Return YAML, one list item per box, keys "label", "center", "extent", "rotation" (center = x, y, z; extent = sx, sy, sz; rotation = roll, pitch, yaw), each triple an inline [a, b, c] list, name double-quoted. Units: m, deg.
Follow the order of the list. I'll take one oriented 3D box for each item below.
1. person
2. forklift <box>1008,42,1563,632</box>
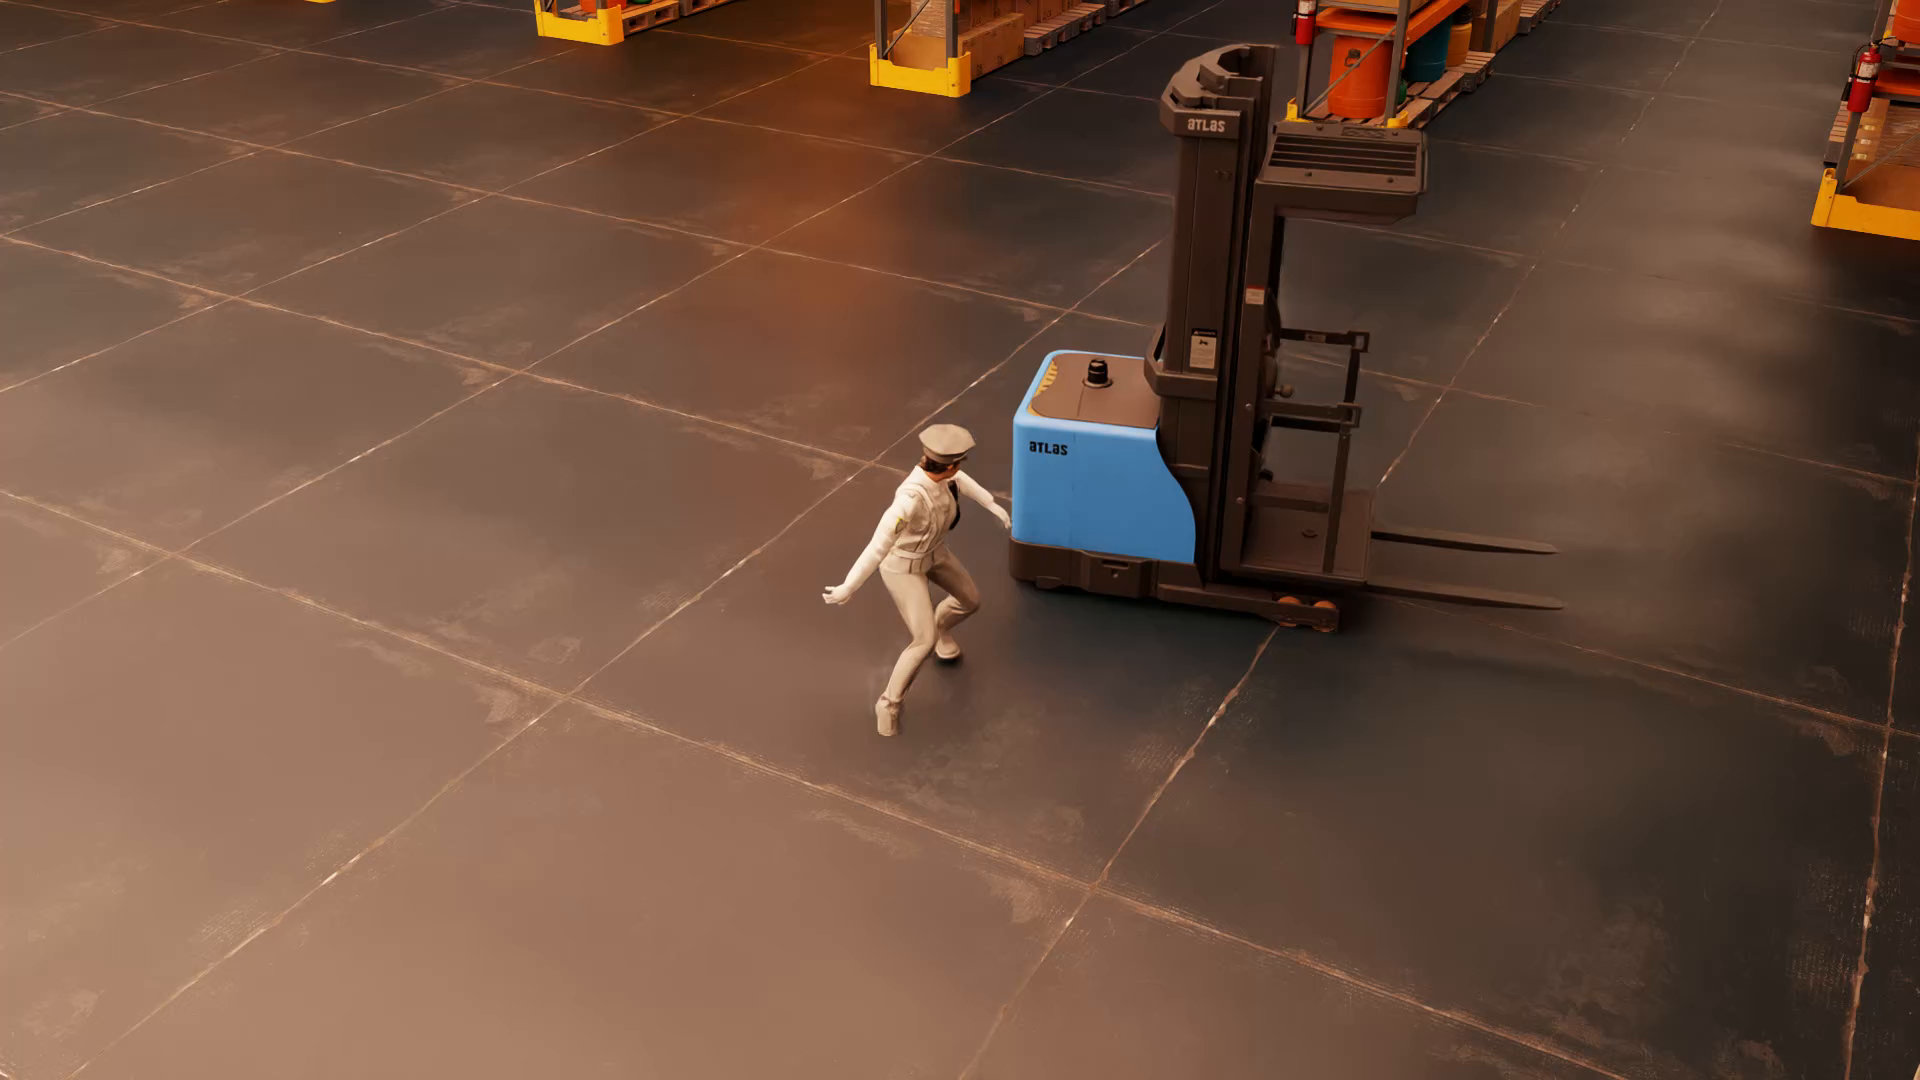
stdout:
- label: "person"
  center: [-0.196, 0.178, 8.294]
  extent: [0.534, 1.606, 0.973]
  rotation: [17, 34, 27]
- label: "forklift"
  center: [1.852, -1.059, 8.905]
  extent: [3.031, 2.935, 1.130]
  rotation: [7, 31, 12]
